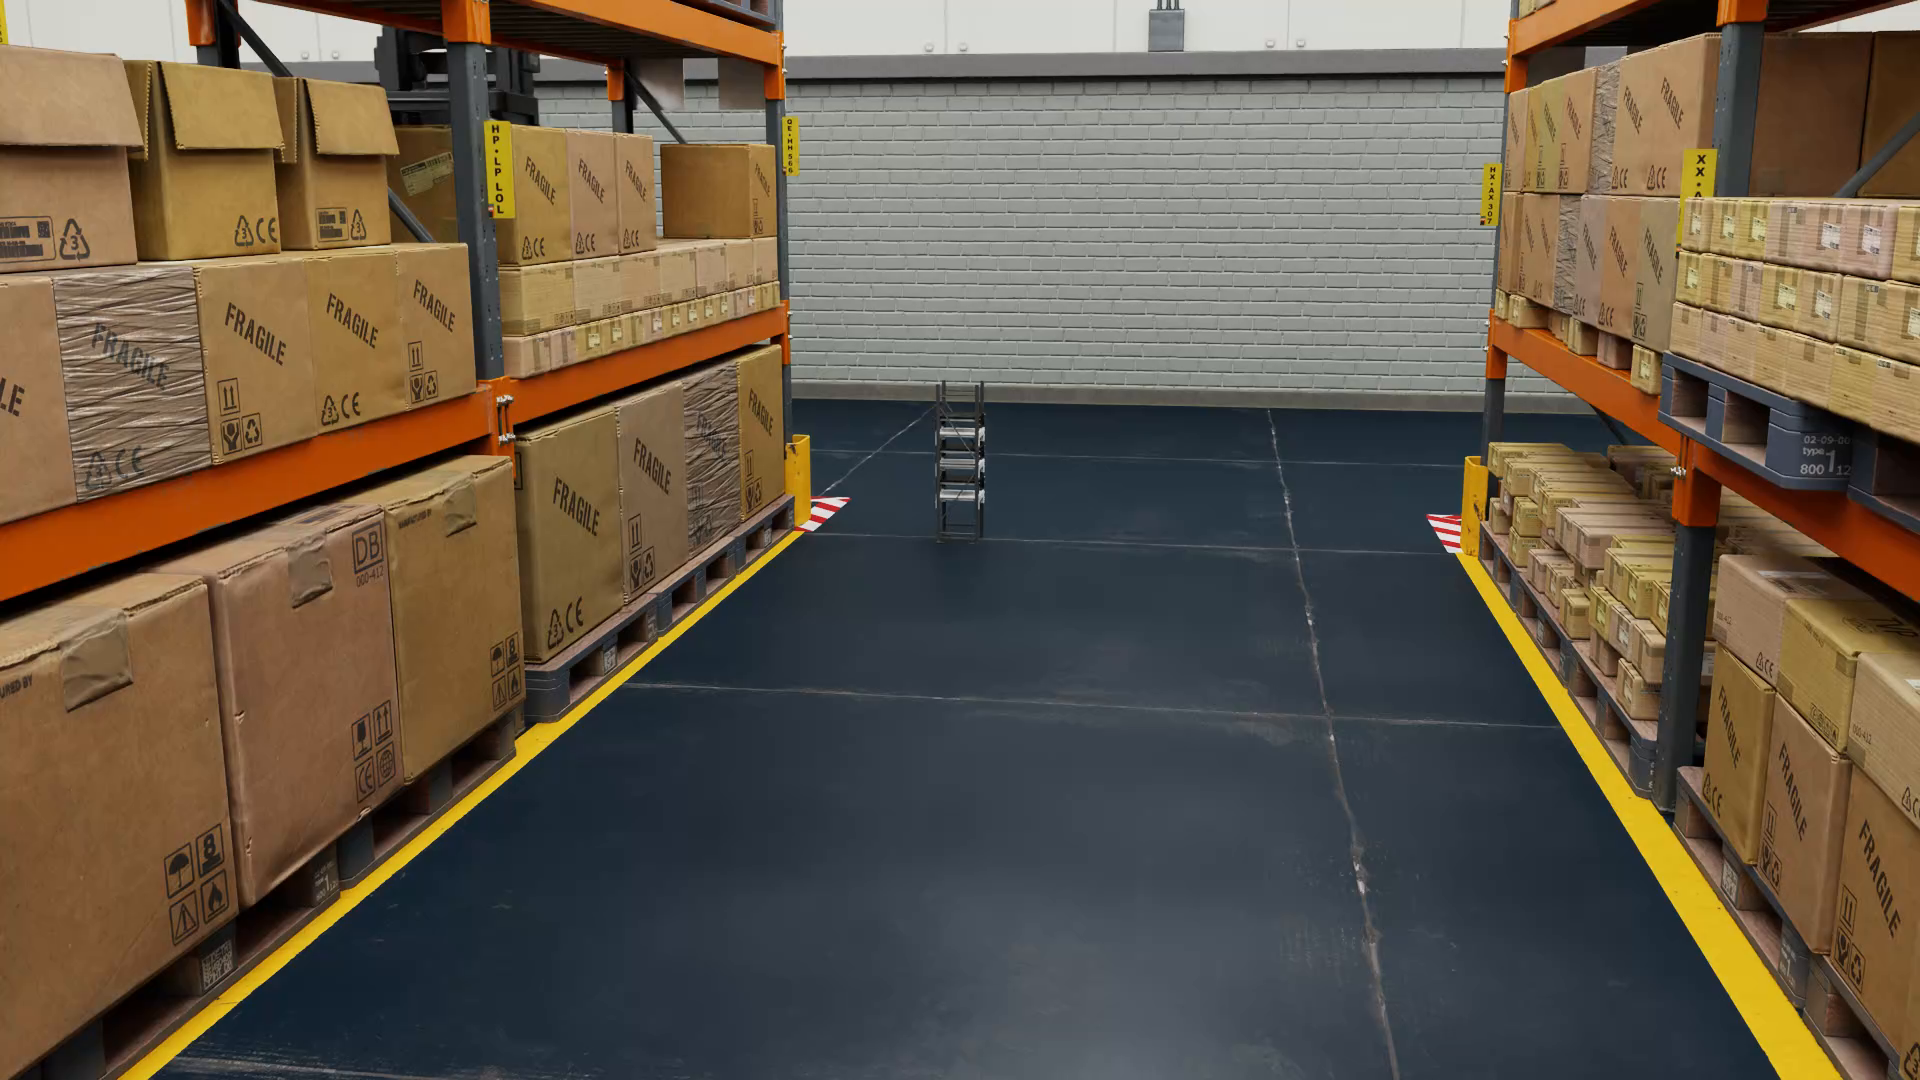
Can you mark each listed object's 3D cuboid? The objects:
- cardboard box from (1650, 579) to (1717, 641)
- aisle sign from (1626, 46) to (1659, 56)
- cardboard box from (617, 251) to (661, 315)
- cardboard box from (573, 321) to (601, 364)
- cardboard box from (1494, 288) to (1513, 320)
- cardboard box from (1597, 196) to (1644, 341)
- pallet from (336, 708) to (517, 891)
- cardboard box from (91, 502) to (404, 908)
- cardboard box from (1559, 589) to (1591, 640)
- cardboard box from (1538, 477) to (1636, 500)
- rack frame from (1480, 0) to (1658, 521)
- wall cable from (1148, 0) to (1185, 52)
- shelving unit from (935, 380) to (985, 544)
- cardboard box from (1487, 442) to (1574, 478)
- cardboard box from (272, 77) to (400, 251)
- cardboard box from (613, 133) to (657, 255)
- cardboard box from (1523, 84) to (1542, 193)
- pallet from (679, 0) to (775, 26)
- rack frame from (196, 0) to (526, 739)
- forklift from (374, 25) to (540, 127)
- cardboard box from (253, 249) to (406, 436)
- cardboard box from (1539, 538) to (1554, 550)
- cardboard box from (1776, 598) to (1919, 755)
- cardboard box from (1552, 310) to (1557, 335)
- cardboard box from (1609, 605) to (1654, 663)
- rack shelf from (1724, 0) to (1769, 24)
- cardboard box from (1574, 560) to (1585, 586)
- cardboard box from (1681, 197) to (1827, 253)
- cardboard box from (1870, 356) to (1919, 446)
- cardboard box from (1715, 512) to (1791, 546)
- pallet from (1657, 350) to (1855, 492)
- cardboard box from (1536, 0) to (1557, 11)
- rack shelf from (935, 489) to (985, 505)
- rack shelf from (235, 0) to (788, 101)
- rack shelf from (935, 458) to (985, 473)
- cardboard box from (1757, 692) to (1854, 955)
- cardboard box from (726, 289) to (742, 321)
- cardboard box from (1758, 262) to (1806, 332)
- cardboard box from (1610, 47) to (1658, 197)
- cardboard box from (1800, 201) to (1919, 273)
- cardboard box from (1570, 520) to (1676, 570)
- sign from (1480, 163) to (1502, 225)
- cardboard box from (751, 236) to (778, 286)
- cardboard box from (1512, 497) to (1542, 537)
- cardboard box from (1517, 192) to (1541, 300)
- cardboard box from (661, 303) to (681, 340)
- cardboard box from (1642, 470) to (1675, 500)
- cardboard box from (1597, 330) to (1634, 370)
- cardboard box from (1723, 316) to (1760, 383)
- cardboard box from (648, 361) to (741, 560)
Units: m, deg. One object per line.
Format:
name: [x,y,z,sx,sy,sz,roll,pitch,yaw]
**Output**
cardboard box: [2.563,0.240,5.620,0.380,0.149,0.250,2,12,10]
aisle sign: [3.689,-2.684,8.659,0.394,0.787,0.004,2,12,9]
cardboard box: [-1.633,-1.130,7.267,0.500,0.250,0.500,2,12,10]
cardboard box: [-1.665,-0.795,6.658,0.380,0.149,0.250,2,12,11]
cardboard box: [3.007,-1.229,8.670,0.380,0.149,0.250,2,12,8]
cardboard box: [2.642,-0.988,6.013,0.500,0.500,0.500,2,12,7]
pallet: [-2.164,0.769,5.424,1.003,0.211,1.213,2,12,9]
cardboard box: [-2.335,0.396,4.582,1.225,0.875,0.875,1,12,7]
cardboard box: [2.648,0.305,6.730,0.380,0.149,0.250,2,12,9]
cardboard box: [2.867,-0.191,7.619,0.380,0.149,0.250,2,12,11]
rack frame: [3.381,-1.408,8.907,1.000,3.000,0.127,2,12,9]
wall cable: [2.771,-7.161,13.723,2.277,5.999,0.120,2,12,9]
shelving unit: [0.001,-0.442,9.406,0.258,0.900,0.210,2,12,9]
cardboard box: [2.965,-0.413,8.646,0.380,0.149,0.250,1,12,6]
cardboard box: [-2.210,-1.163,5.153,0.797,0.503,0.637,2,12,7]
cardboard box: [-1.635,-1.498,7.195,0.500,0.500,0.500,1,12,7]
cardboard box: [2.978,-1.901,7.878,0.500,0.500,0.500,2,12,10]
pallet: [-1.608,-2.858,8.726,1.003,0.211,1.213,2,12,9]
rack frame: [-2.120,-0.757,5.887,1.000,3.000,0.127,2,12,9]
forklift: [-3.072,-1.585,9.892,1.130,2.935,3.031,0,12,0]
cardboard box: [-2.005,-0.597,4.907,0.500,0.500,0.500,2,12,10]
cardboard box: [2.901,0.094,7.708,0.380,0.149,0.250,2,12,9]
cardboard box: [2.312,0.331,3.995,0.500,0.250,0.500,2,12,10]
cardboard box: [2.944,-1.006,7.637,0.380,0.149,0.250,2,12,8]
cardboard box: [2.529,0.335,5.884,0.380,0.149,0.250,1,12,6]
rack shelf: [2.458,-1.274,2.872,1.077,0.370,4.000,2,12,9]
cardboard box: [2.770,0.121,6.878,0.380,0.149,0.250,1,12,6]
cardboard box: [2.251,-0.882,4.652,0.380,0.149,0.250,3,12,12]
cardboard box: [2.013,-0.267,3.210,0.380,0.149,0.250,1,12,6]
cardboard box: [3.212,-0.017,6.812,0.380,0.149,0.250,1,12,6]
pallet: [2.504,-0.327,4.348,1.003,0.211,1.213,2,12,9]
cardboard box: [2.974,-2.607,7.704,0.500,0.250,0.500,2,12,10]
rack shelf: [0.001,-0.233,9.451,0.258,0.077,0.200,2,12,9]
rack shelf: [-1.812,-2.288,7.579,1.077,0.370,4.000,2,12,9]
rack shelf: [0.001,-0.409,9.413,0.258,0.077,0.200,2,12,9]
cardboard box: [2.310,0.697,4.078,0.500,0.500,0.500,2,12,11]
cardboard box: [-1.351,-1.224,8.648,0.380,0.149,0.250,2,12,10]
cardboard box: [2.134,-0.574,3.932,0.380,0.149,0.250,1,12,6]
cardboard box: [2.645,-1.473,5.891,0.500,0.500,0.500,1,12,7]
cardboard box: [2.092,-0.665,3.646,0.380,0.149,0.250,2,12,8]
cardboard box: [2.662,0.022,6.629,0.380,0.149,0.250,1,12,6]
sign: [2.845,-1.849,8.898,0.100,0.325,0.005,2,12,9]
cardboard box: [-1.317,-1.553,9.227,0.500,0.250,0.500,2,12,8]
cardboard box: [2.852,-0.106,7.928,0.380,0.149,0.250,2,12,10]
cardboard box: [2.982,-1.406,7.953,0.500,0.500,0.500,2,12,9]
cardboard box: [-1.507,-1.010,7.655,0.380,0.149,0.250,2,12,7]
cardboard box: [3.438,-0.232,7.808,0.380,0.149,0.250,1,12,6]
cardboard box: [2.687,-0.741,6.408,0.380,0.149,0.250,1,12,6]
cardboard box: [2.172,-0.481,4.205,0.380,0.149,0.250,2,12,9]
cardboard box: [-1.664,-0.431,8.421,0.875,0.875,0.875,2,12,9]
